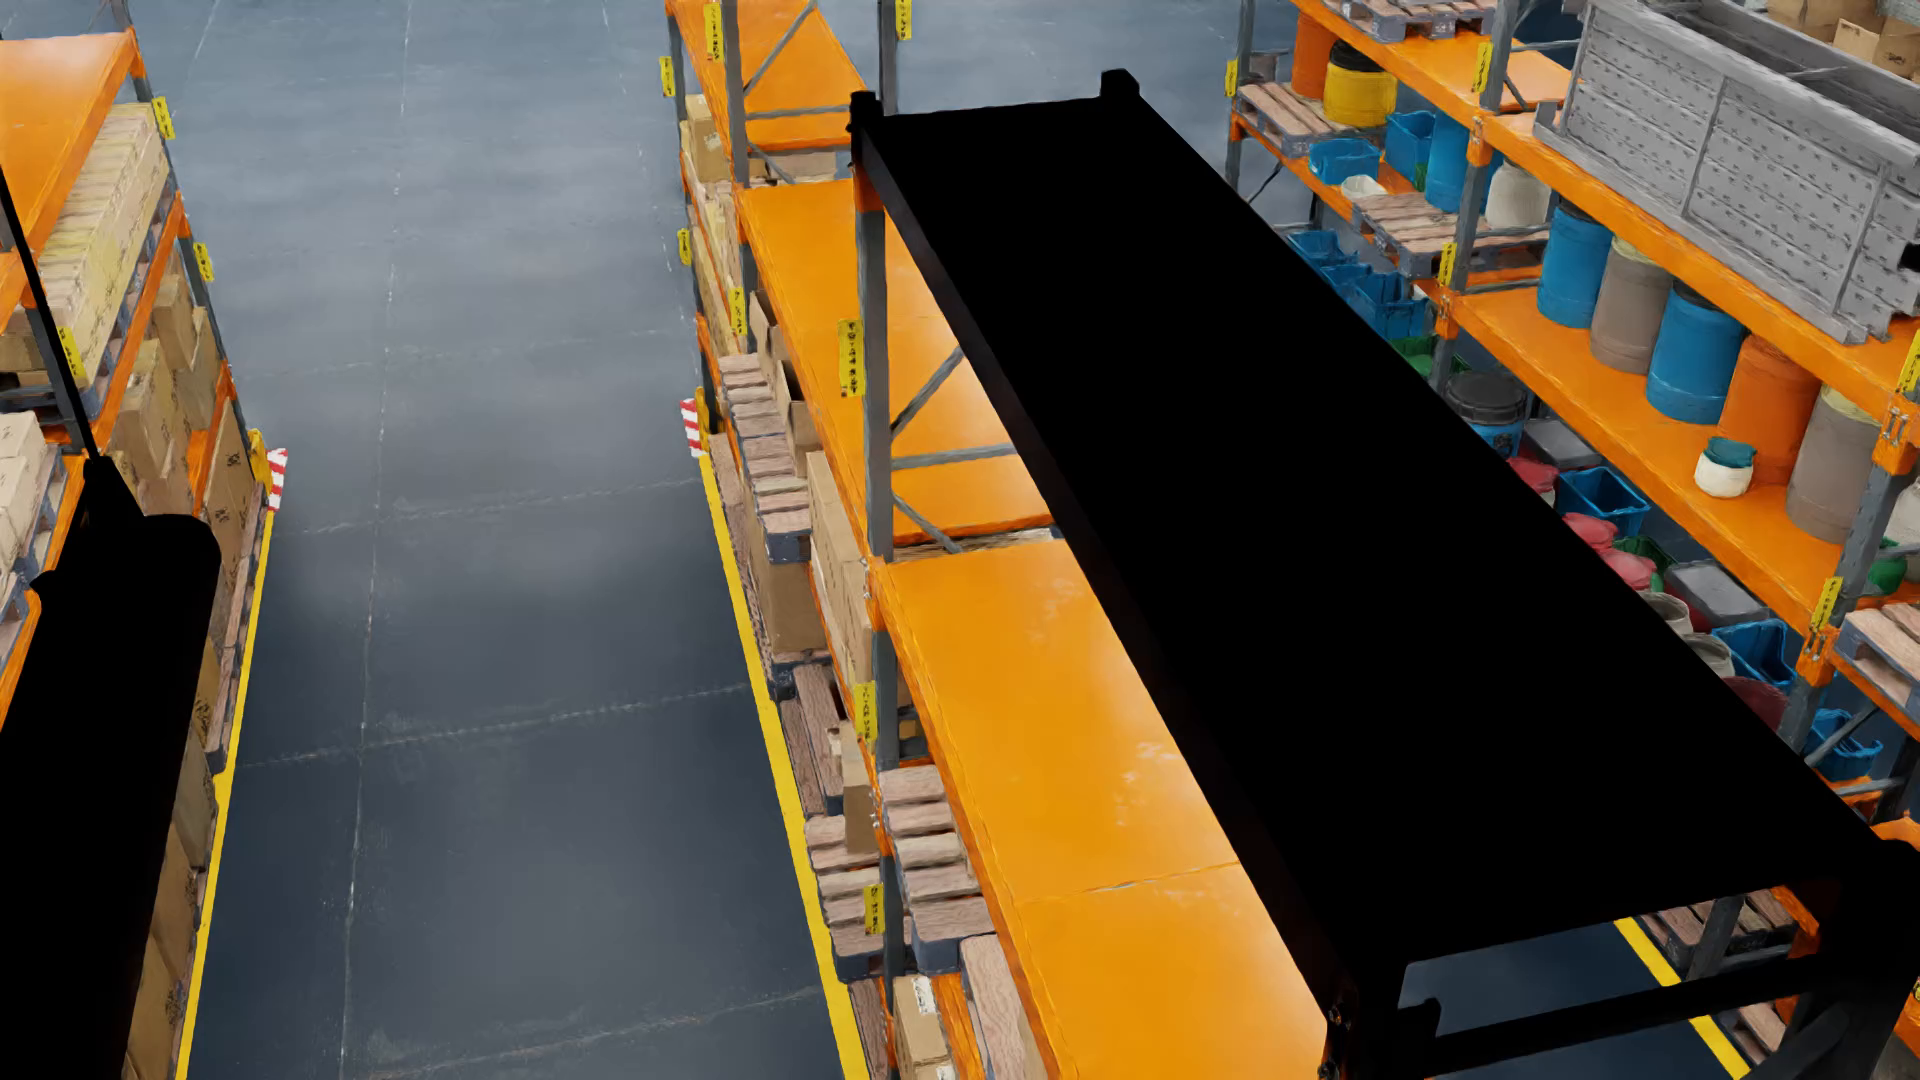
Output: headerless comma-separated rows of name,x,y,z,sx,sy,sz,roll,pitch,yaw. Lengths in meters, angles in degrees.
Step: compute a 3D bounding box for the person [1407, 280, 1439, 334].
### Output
person,4.558,-2.345,16.069,0.549,1.649,0.592,14,37,20
